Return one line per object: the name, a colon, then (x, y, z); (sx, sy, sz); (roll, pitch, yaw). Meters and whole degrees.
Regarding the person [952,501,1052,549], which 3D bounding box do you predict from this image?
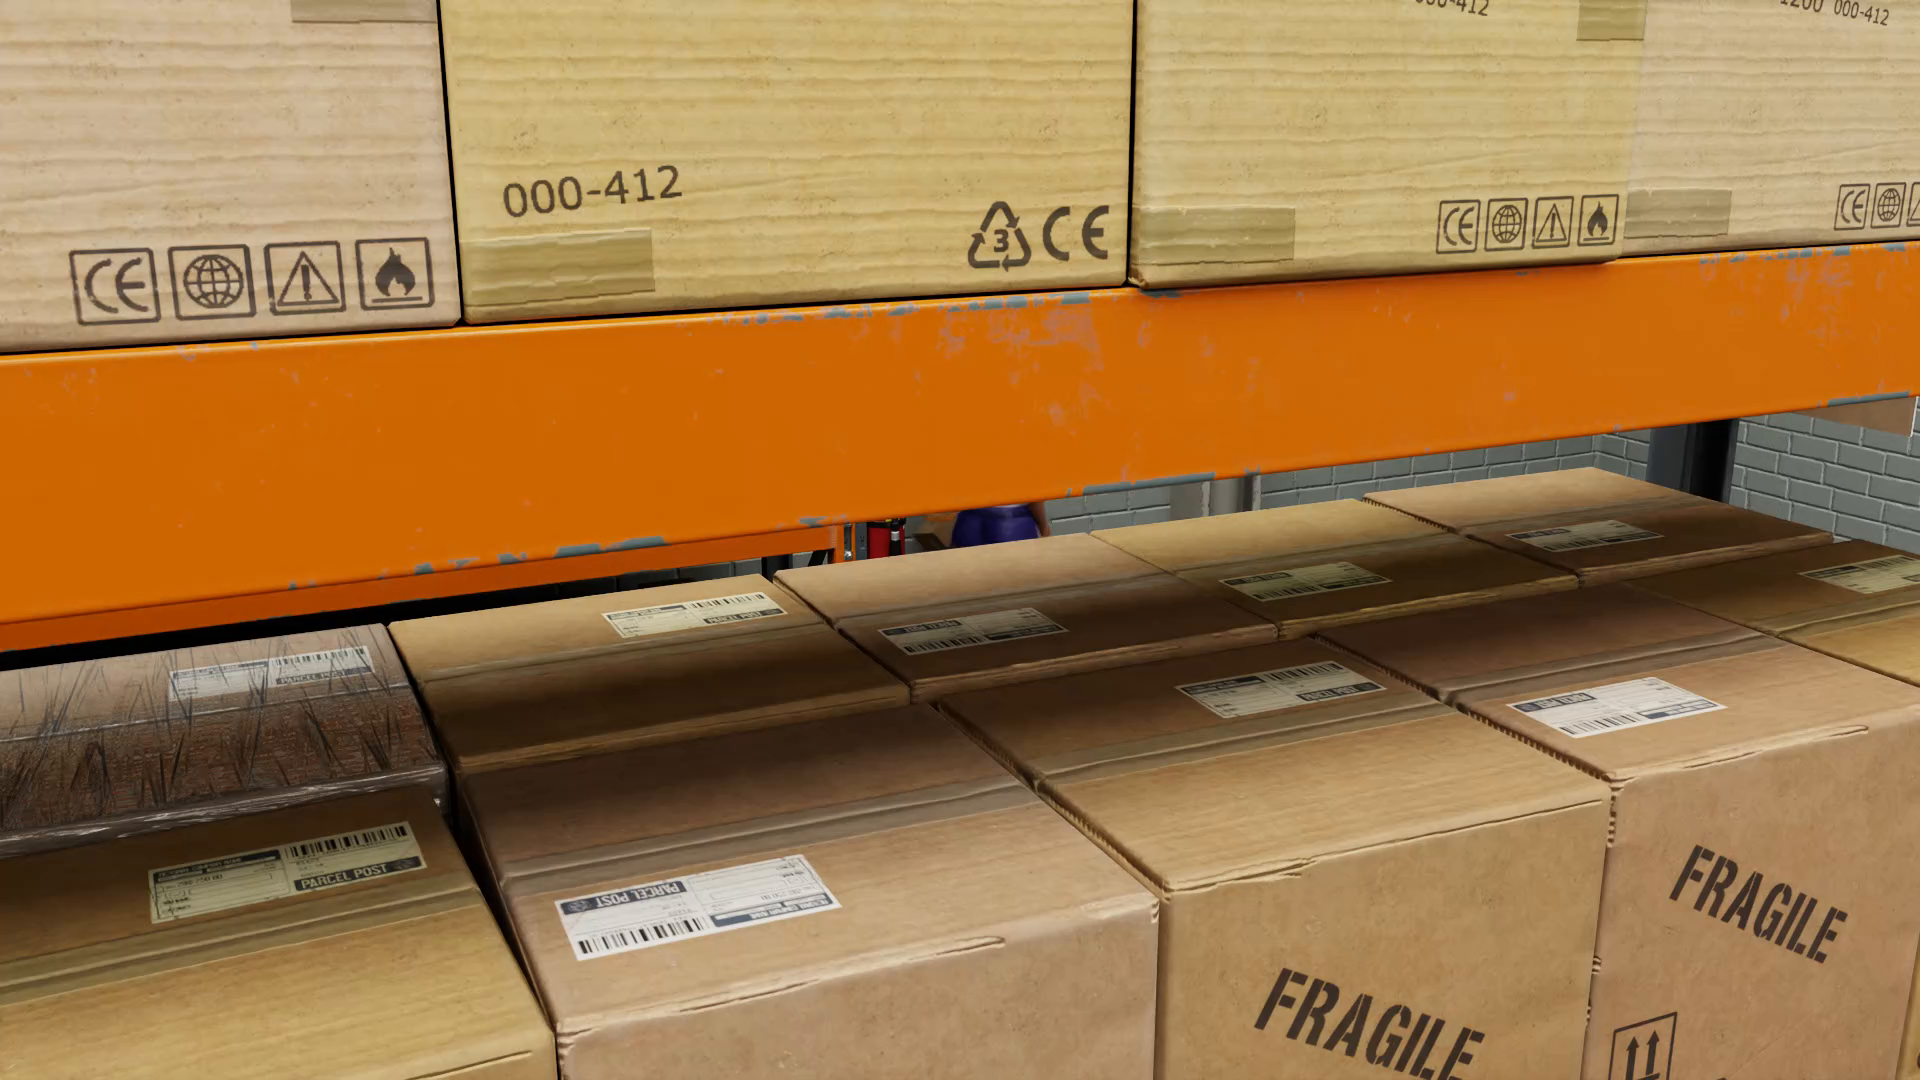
person: (0.203, -0.005, 8.065); (0.507, 1.652, 0.489); (9, 18, 31)
